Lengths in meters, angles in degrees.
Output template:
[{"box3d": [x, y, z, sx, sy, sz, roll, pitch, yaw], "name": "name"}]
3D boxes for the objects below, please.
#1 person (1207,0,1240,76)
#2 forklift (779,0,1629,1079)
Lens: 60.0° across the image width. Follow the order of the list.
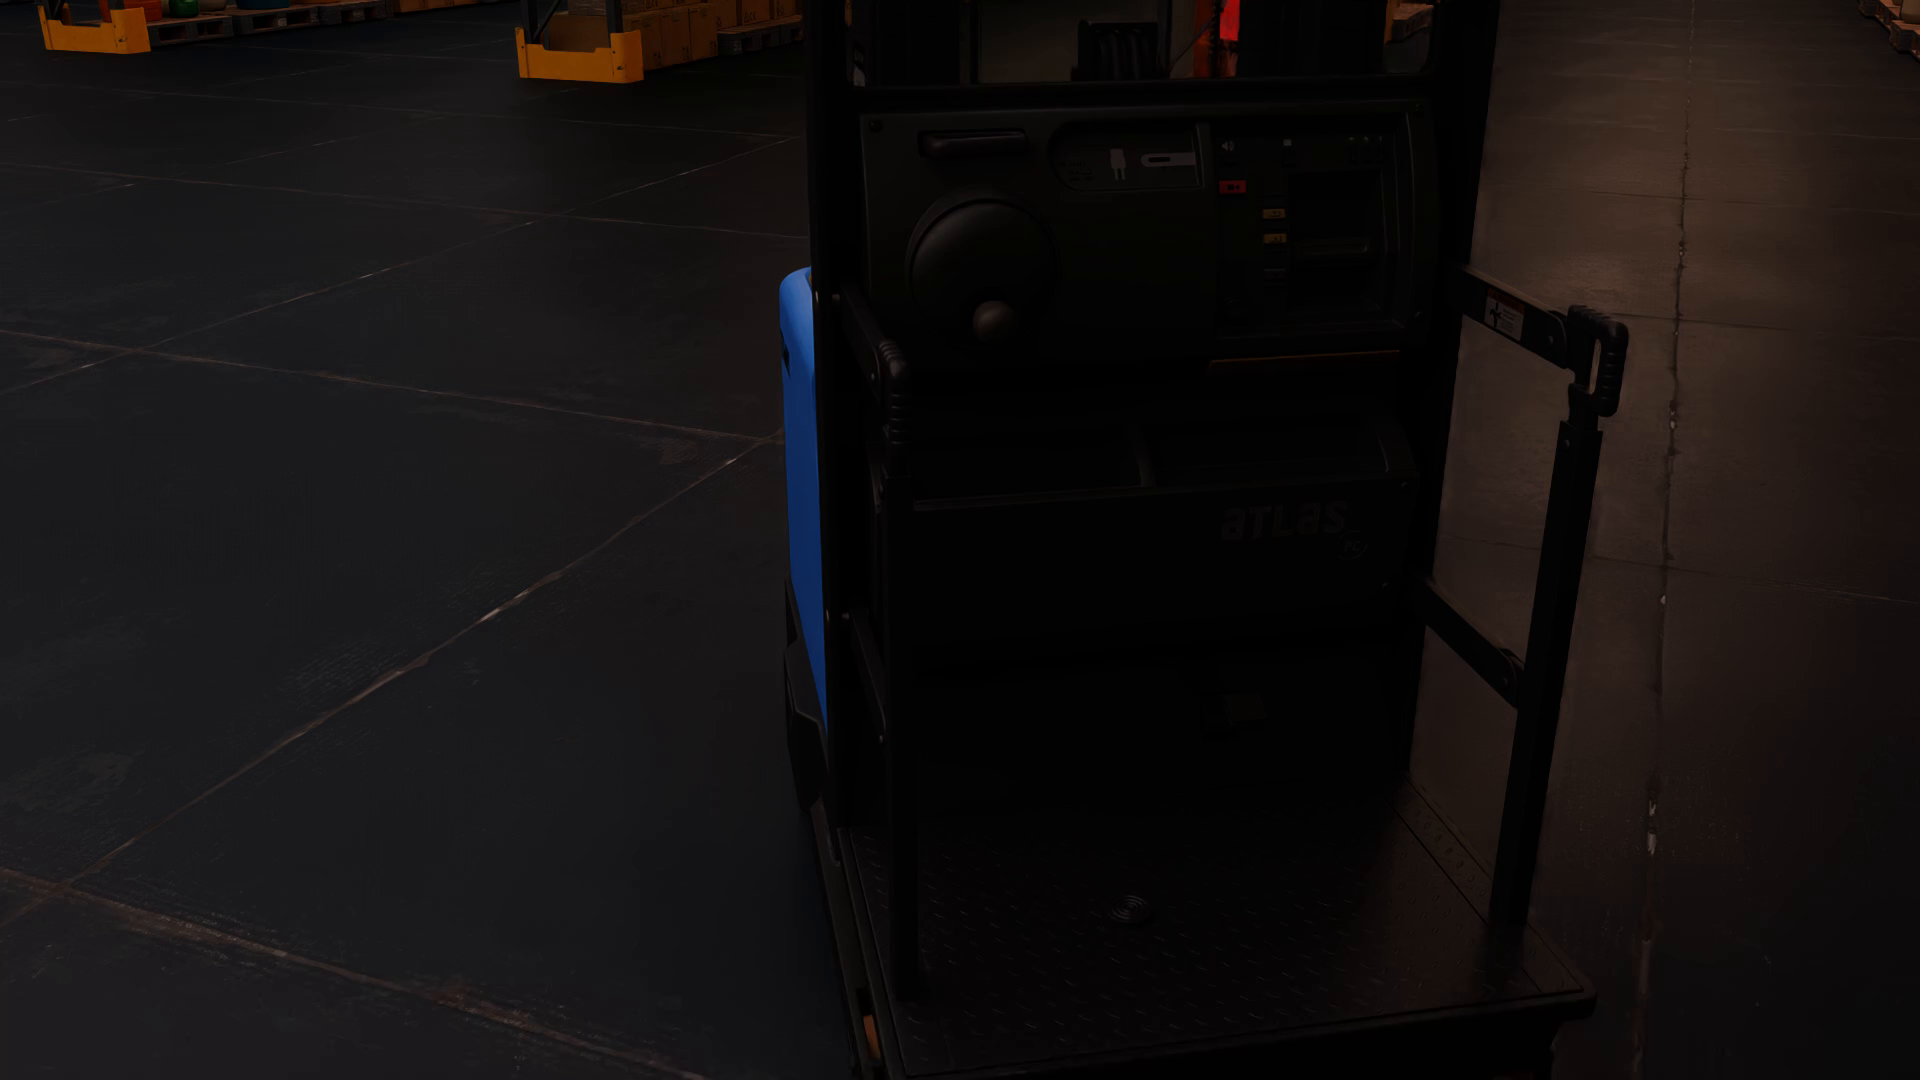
[{"box3d": [0.722, -0.651, 4.514, 0.600, 1.669, 0.968, -13, 26, -29], "name": "person"}, {"box3d": [0.351, -0.473, 2.424, 1.130, 2.935, 3.031, -4, 23, -10], "name": "forklift"}]
